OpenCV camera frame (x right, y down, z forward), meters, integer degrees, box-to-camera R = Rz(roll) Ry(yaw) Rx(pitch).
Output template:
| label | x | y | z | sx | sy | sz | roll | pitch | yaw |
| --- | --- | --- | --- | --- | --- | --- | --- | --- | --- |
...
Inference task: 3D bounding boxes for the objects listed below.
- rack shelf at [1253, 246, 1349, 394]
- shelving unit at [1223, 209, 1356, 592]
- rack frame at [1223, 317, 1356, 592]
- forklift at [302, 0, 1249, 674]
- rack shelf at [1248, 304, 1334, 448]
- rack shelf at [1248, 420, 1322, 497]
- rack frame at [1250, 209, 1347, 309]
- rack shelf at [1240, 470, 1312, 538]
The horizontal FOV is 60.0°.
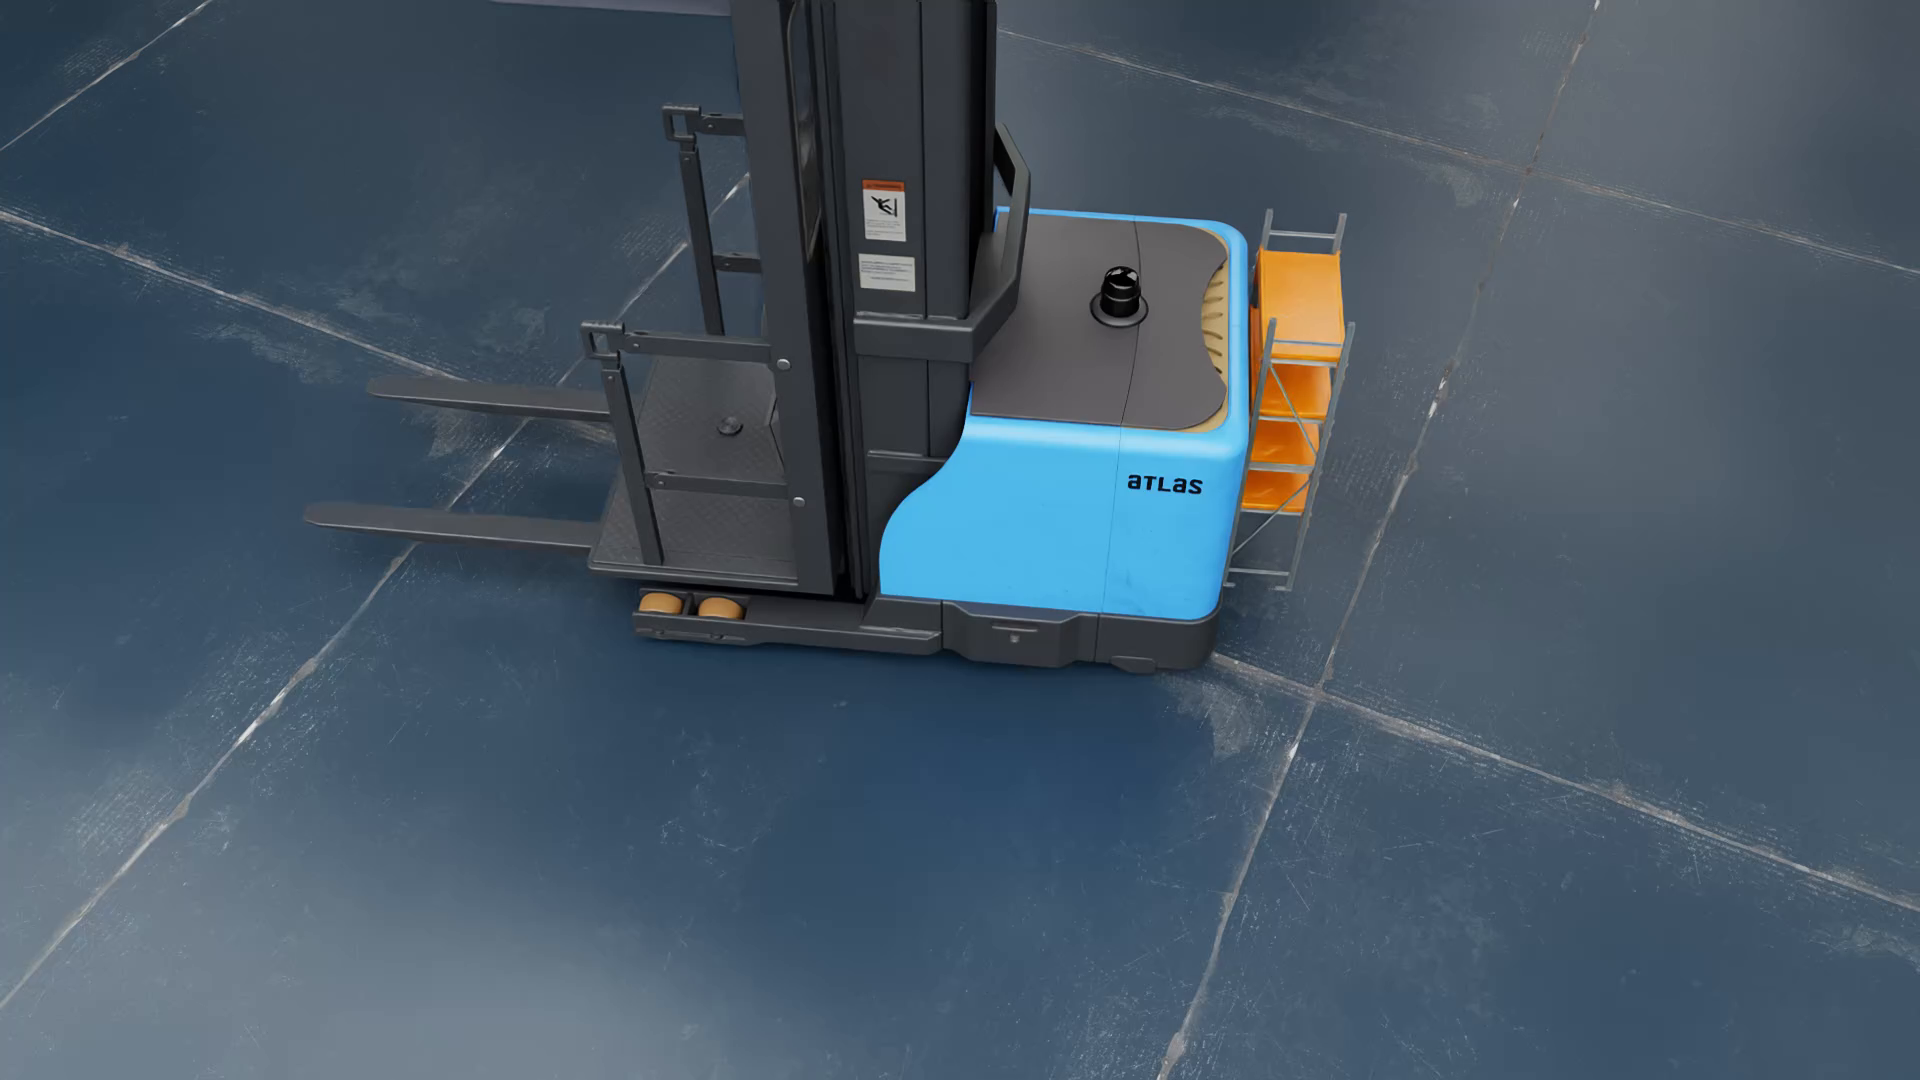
| label | x | y | z | sx | sy | sz | roll | pitch | yaw |
| --- | --- | --- | --- | --- | --- | --- | --- | --- | --- |
| rack shelf | 1.021 | -0.668 | 5.015 | 0.258 | 0.148 | 0.480 | 4 | 50 | 4 |
| shelving unit | 1.021 | -0.414 | 5.314 | 0.258 | 1.200 | 0.503 | 4 | 50 | 4 |
| rack frame | 0.997 | -0.229 | 5.157 | 0.240 | 1.200 | 0.015 | 4 | 50 | 4 |
| forklift | -0.643 | -1.003 | 4.679 | 3.031 | 2.935 | 1.130 | 5 | 50 | 4 |
| rack shelf | 1.021 | -0.515 | 5.195 | 0.258 | 0.148 | 0.480 | 4 | 50 | 4 |
| rack shelf | 1.021 | -0.370 | 5.365 | 0.258 | 0.148 | 0.480 | 4 | 50 | 4 |
| rack frame | 1.045 | -0.599 | 5.472 | 0.240 | 1.200 | 0.015 | 4 | 50 | 4 |
| rack shelf | 1.021 | -0.241 | 5.517 | 0.258 | 0.148 | 0.480 | 4 | 50 | 4 |
